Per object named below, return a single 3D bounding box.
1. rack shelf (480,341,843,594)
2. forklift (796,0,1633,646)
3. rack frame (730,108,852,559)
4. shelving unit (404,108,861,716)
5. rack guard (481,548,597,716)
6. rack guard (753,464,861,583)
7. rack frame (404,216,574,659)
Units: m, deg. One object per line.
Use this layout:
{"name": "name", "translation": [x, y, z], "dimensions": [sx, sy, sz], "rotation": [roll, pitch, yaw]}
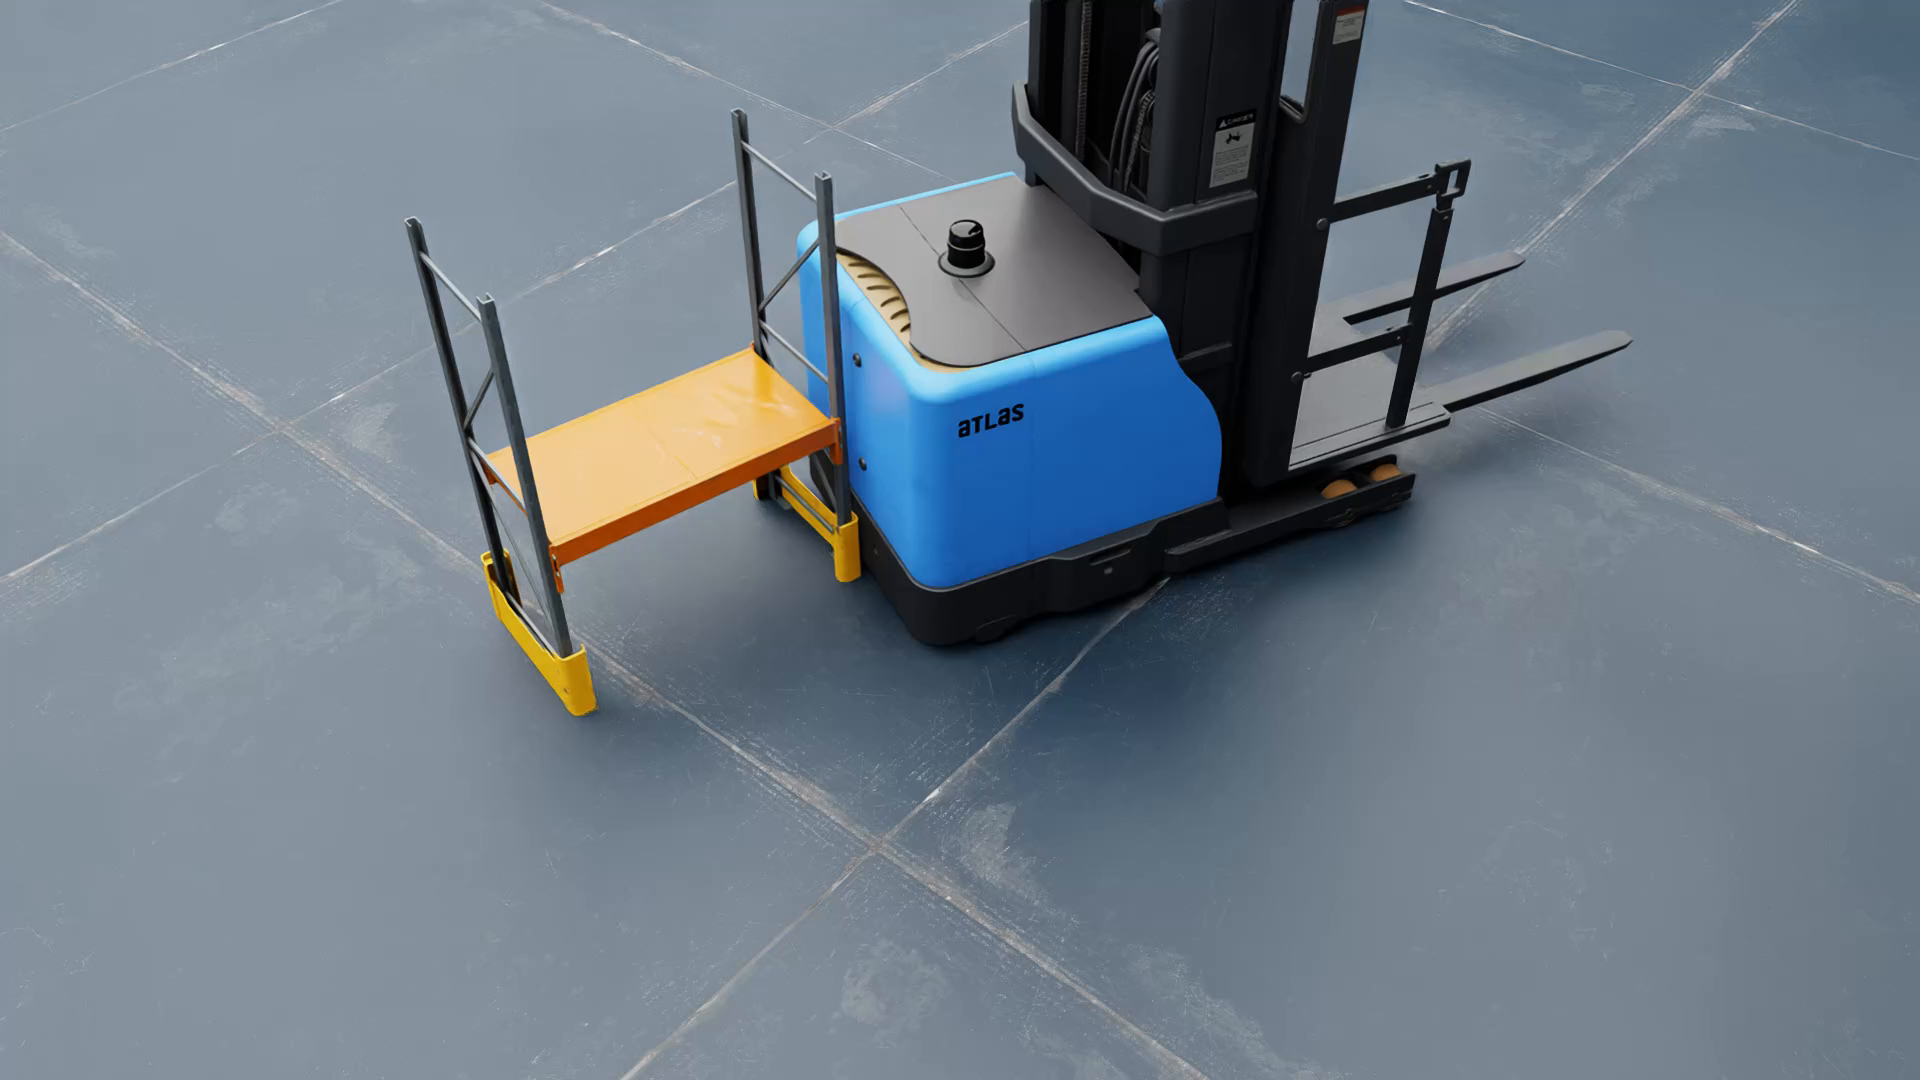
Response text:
{"name": "rack shelf", "translation": [-0.926, -0.249, 5.176], "dimensions": [1.000, 0.185, 0.538], "rotation": [-27, 49, -26]}
{"name": "forklift", "translation": [1.024, -1.432, 5.147], "dimensions": [3.031, 2.935, 1.130], "rotation": [-18, 45, -19]}
{"name": "rack frame", "translation": [-0.518, -0.586, 5.280], "dimensions": [0.032, 1.500, 0.500], "rotation": [-27, 49, -26]}
{"name": "shelving unit", "translation": [-0.933, -0.378, 5.051], "dimensions": [1.083, 1.500, 0.587], "rotation": [-27, 49, -26]}
{"name": "rack guard", "translation": [-1.332, 0.284, 5.251], "dimensions": [0.087, 0.250, 0.587], "rotation": [-27, 49, -26]}
{"name": "rack guard", "translation": [-0.534, -0.116, 5.692], "dimensions": [0.087, 0.250, 0.587], "rotation": [-27, 49, -26]}
{"name": "rack frame", "translation": [-1.333, -0.177, 4.830], "dimensions": [0.032, 1.500, 0.500], "rotation": [-27, 49, -26]}
